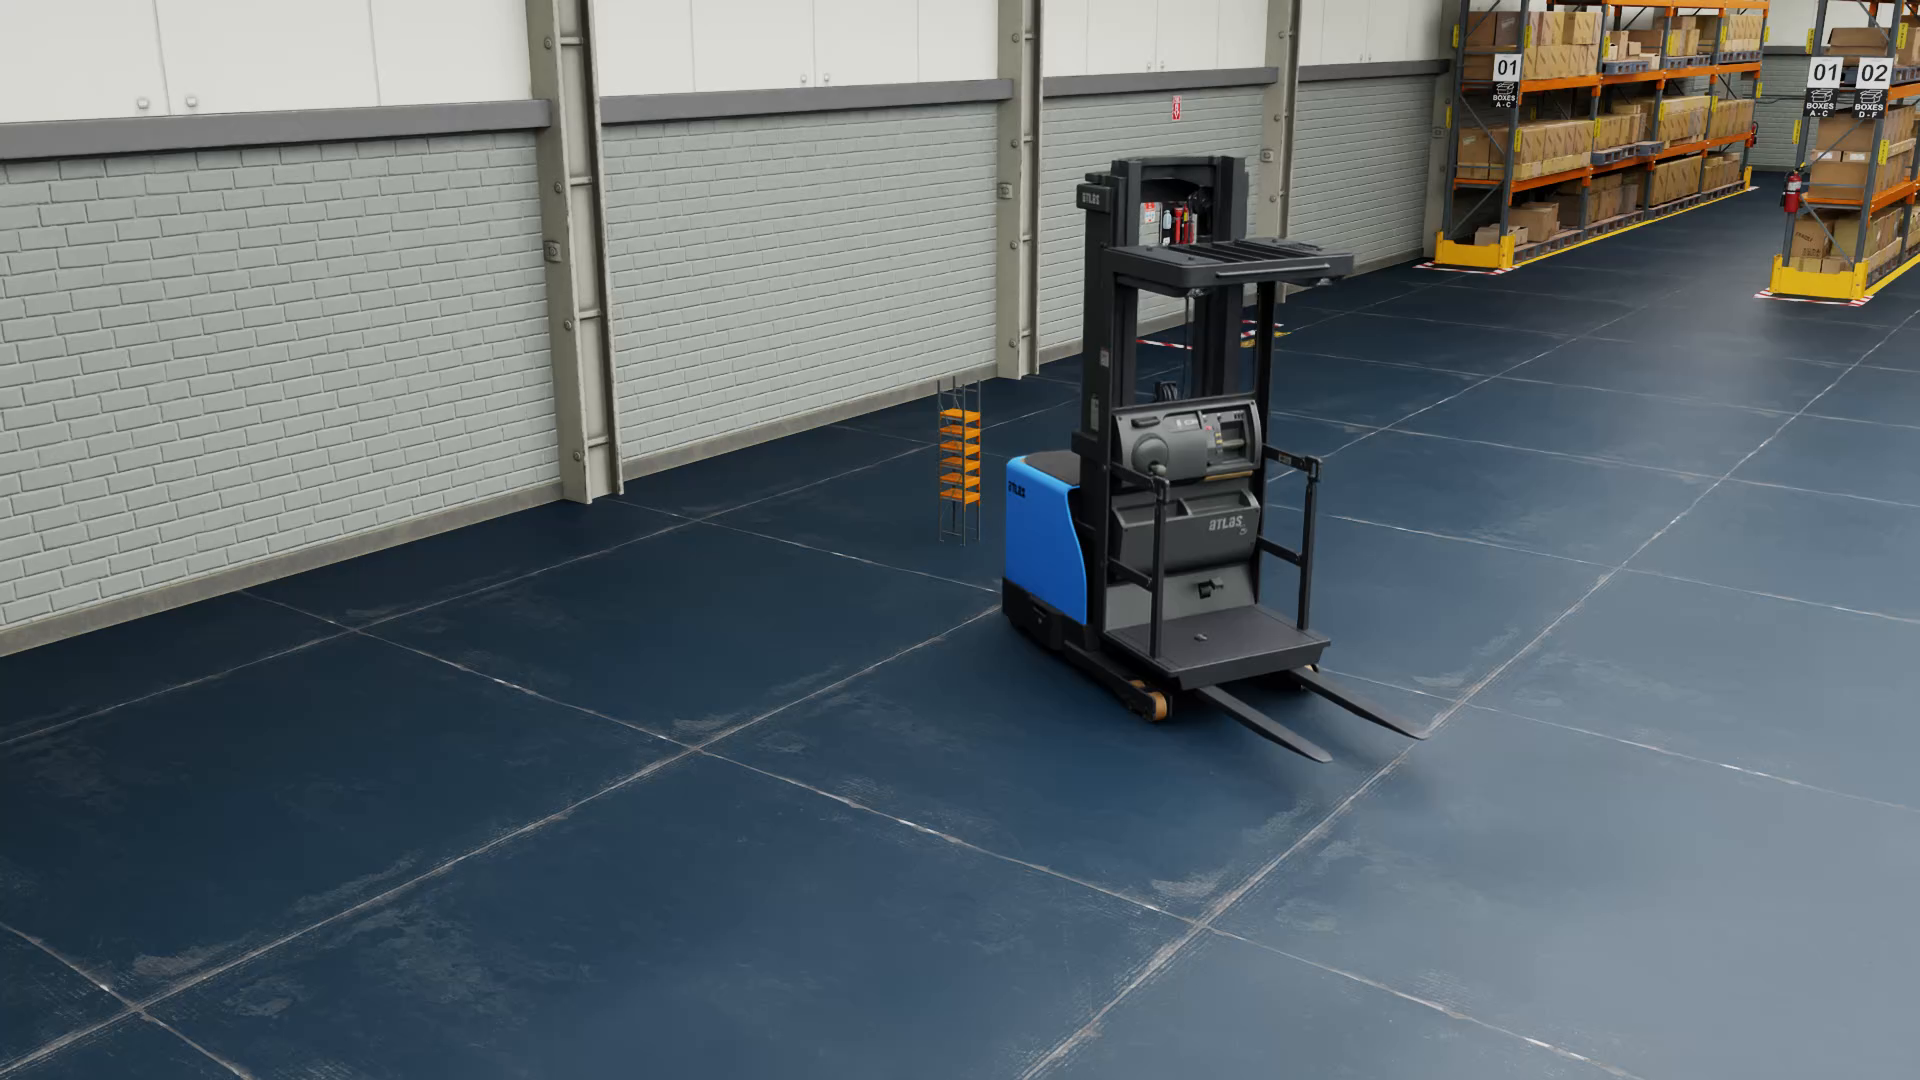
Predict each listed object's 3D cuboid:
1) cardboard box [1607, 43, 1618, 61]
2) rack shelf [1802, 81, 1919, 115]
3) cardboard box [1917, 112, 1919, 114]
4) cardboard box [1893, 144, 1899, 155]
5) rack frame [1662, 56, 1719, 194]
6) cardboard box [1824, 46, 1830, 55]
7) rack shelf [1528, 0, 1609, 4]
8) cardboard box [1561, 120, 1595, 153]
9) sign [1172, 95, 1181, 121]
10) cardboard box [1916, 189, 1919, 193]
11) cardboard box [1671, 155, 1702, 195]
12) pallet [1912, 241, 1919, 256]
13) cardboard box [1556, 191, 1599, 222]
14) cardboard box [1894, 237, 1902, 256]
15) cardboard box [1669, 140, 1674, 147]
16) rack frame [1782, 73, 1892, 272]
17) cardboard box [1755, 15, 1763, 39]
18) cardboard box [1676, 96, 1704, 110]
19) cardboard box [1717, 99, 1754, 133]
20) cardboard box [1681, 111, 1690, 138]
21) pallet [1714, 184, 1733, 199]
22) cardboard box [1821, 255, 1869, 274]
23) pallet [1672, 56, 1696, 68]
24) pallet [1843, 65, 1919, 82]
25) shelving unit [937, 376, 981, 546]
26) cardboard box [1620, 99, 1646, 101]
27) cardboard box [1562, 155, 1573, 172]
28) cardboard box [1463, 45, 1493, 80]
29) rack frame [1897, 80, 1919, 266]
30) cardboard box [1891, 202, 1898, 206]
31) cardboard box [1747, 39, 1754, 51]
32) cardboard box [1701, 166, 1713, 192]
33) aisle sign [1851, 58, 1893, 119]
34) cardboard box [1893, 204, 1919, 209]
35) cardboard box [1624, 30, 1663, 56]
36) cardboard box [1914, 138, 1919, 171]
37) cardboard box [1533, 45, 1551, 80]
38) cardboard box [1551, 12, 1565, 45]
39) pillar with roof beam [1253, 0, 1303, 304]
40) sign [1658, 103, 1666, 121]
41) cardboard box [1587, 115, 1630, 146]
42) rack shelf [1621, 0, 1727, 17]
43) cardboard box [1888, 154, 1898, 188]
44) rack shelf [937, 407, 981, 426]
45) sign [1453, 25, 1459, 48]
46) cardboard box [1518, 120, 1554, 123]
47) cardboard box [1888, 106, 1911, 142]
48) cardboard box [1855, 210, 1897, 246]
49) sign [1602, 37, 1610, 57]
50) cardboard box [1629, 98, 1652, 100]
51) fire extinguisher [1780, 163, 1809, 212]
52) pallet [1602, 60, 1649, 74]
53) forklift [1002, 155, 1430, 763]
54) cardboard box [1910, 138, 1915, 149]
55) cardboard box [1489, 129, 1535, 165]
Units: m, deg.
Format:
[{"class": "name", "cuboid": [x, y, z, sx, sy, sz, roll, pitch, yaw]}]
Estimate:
[{"class": "cardboard box", "cuboid": [11.186, -8.565, 29.150, 0.500, 0.311, 0.500, 13, 22, 36]}, {"class": "rack shelf", "cuboid": [13.218, -6.449, 24.110, 1.077, 0.370, 4.000, 12, 21, 35]}, {"class": "cardboard box", "cuboid": [18.715, -7.917, 31.804, 0.700, 0.500, 0.500, 5, 18, 16]}, {"class": "cardboard box", "cuboid": [13.506, -5.726, 24.362, 0.380, 0.149, 0.250, 13, 22, 36]}, {"class": "rack frame", "cuboid": [15.196, -8.617, 34.933, 1.000, 3.000, 0.127, 12, 21, 35]}, {"class": "cardboard box", "cuboid": [12.501, -6.833, 23.441, 0.500, 0.250, 0.500, 12, 21, 35]}, {"class": "rack shelf", "cuboid": [9.238, -8.755, 26.481, 1.077, 0.370, 4.000, 12, 21, 35]}, {"class": "cardboard box", "cuboid": [10.396, -6.840, 28.167, 0.500, 0.500, 0.500, 12, 21, 35]}, {"class": "sign", "cuboid": [2.605, -5.190, 19.990, 0.001, 0.298, 0.199, 12, 21, 35]}, {"class": "cardboard box", "cuboid": [17.192, -6.442, 30.140, 0.500, 0.250, 0.500, 13, 22, 37]}, {"class": "cardboard box", "cuboid": [14.913, -7.613, 34.617, 0.750, 0.750, 0.750, 13, 21, 35]}, {"class": "pallet", "cuboid": [15.544, -4.979, 27.922, 1.003, 0.211, 1.213, 12, 21, 35]}, {"class": "cardboard box", "cuboid": [11.122, -6.038, 30.102, 0.700, 0.500, 0.500, 12, 21, 34]}, {"class": "cardboard box", "cuboid": [14.309, -4.575, 25.847, 0.500, 0.250, 0.500, 12, 21, 35]}, {"class": "cardboard box", "cuboid": [13.939, -7.902, 33.023, 0.380, 0.149, 0.250, 13, 21, 36]}, {"class": "rack frame", "cuboid": [12.026, -4.884, 22.914, 1.000, 3.000, 0.127, 12, 21, 35]}, {"class": "cardboard box", "cuboid": [17.362, -11.314, 36.674, 0.500, 0.500, 0.500, 12, 21, 35]}, {"class": "cardboard box", "cuboid": [14.811, -8.898, 33.870, 0.500, 0.250, 0.500, 13, 21, 36]}, {"class": "cardboard box", "cuboid": [17.283, -9.589, 37.560, 0.980, 0.700, 0.700, 14, 22, 37]}, {"class": "cardboard box", "cuboid": [14.228, -8.300, 33.211, 0.500, 0.500, 0.500, 13, 22, 36]}, {"class": "pallet", "cuboid": [16.438, -7.744, 36.825, 1.003, 0.211, 1.213, 12, 21, 35]}, {"class": "cardboard box", "cuboid": [12.525, -3.860, 23.544, 0.500, 0.250, 0.500, 12, 21, 35]}, {"class": "pallet", "cuboid": [13.818, -9.436, 32.832, 1.003, 0.211, 1.213, 14, 22, 37]}, {"class": "pallet", "cuboid": [13.195, -6.730, 23.949, 1.003, 0.211, 1.213, 12, 21, 35]}, {"class": "shelving unit", "cuboid": [-0.009, -0.570, 12.055, 0.258, 1.200, 0.189, 12, 21, 35]}, {"class": "cardboard box", "cuboid": [13.186, -8.498, 32.583, 0.500, 0.250, 0.500, 12, 21, 33]}, {"class": "cardboard box", "cuboid": [9.800, -6.243, 27.509, 0.500, 0.250, 0.500, 12, 21, 34]}, {"class": "cardboard box", "cuboid": [8.091, -7.393, 25.731, 0.500, 0.500, 0.500, 14, 22, 39]}, {"class": "rack frame", "cuboid": [14.410, -5.837, 25.982, 1.000, 3.000, 0.127, 12, 21, 35]}, {"class": "cardboard box", "cuboid": [15.633, -5.624, 28.280, 0.500, 0.311, 0.500, 12, 21, 33]}, {"class": "cardboard box", "cuboid": [17.047, -10.833, 36.389, 0.500, 0.250, 0.500, 11, 21, 33]}, {"class": "cardboard box", "cuboid": [15.724, -7.784, 35.757, 0.700, 0.500, 0.500, 13, 21, 35]}, {"class": "aisle sign", "cuboid": [12.233, -6.056, 22.304, 0.394, 0.787, 0.004, 12, 21, 35]}, {"class": "cardboard box", "cuboid": [15.771, -5.413, 27.599, 0.500, 0.311, 0.500, 13, 22, 36]}, {"class": "cardboard box", "cuboid": [13.050, -9.478, 31.738, 0.700, 0.500, 0.500, 11, 20, 30]}, {"class": "cardboard box", "cuboid": [15.806, -6.435, 27.739, 0.500, 0.500, 0.500, 11, 20, 32]}, {"class": "cardboard box", "cuboid": [8.795, -7.405, 25.773, 0.500, 0.500, 0.500, 14, 22, 38]}, {"class": "cardboard box", "cuboid": [9.106, -8.009, 26.031, 0.500, 0.500, 0.500, 13, 22, 36]}, {"class": "pillar with roof beam", "cuboid": [7.651, -6.753, 18.818, 9.100, 9.000, 0.400, 12, 21, 35]}, {"class": "sign", "cuboid": [13.254, -8.086, 31.404, 0.100, 0.325, 0.005, 12, 21, 35]}, {"class": "cardboard box", "cuboid": [11.816, -7.507, 30.451, 0.700, 0.500, 0.500, 12, 21, 35]}, {"class": "rack shelf", "cuboid": [14.004, -10.471, 32.676, 1.077, 0.370, 4.000, 12, 21, 35]}, {"class": "cardboard box", "cuboid": [13.539, -5.532, 24.832, 0.700, 0.500, 0.500, 13, 21, 35]}, {"class": "rack shelf", "cuboid": [-0.009, -0.871, 11.961, 0.258, 0.103, 0.180, 12, 21, 35]}, {"class": "sign", "cuboid": [7.612, -7.717, 25.485, 0.100, 0.325, 0.005, 12, 21, 35]}, {"class": "cardboard box", "cuboid": [9.670, -6.810, 28.069, 0.500, 0.500, 0.500, 12, 21, 34]}, {"class": "cardboard box", "cuboid": [13.850, -6.277, 25.042, 0.700, 0.500, 0.500, 12, 21, 35]}, {"class": "cardboard box", "cuboid": [13.707, -4.697, 24.973, 0.500, 0.500, 0.500, 12, 21, 35]}, {"class": "sign", "cuboid": [10.870, -8.297, 27.973, 0.100, 0.325, 0.005, 12, 21, 35]}, {"class": "cardboard box", "cuboid": [13.494, -8.620, 32.975, 0.500, 0.250, 0.500, 12, 21, 33]}, {"class": "fire extinguisher", "cuboid": [11.583, -4.901, 23.099, 0.296, 0.674, 0.183, 12, 21, 35]}, {"class": "pallet", "cuboid": [11.498, -8.430, 29.591, 1.213, 0.211, 1.003, 12, 21, 35]}, {"class": "forklift", "cuboid": [1.378, -0.558, 9.098, 1.130, 2.935, 3.031, -8, 19, -25]}, {"class": "cardboard box", "cuboid": [14.420, -6.092, 25.540, 0.380, 0.149, 0.250, 12, 21, 35]}, {"class": "cardboard box", "cuboid": [8.572, -6.115, 25.833, 0.500, 0.500, 0.500, 12, 21, 35]}]
